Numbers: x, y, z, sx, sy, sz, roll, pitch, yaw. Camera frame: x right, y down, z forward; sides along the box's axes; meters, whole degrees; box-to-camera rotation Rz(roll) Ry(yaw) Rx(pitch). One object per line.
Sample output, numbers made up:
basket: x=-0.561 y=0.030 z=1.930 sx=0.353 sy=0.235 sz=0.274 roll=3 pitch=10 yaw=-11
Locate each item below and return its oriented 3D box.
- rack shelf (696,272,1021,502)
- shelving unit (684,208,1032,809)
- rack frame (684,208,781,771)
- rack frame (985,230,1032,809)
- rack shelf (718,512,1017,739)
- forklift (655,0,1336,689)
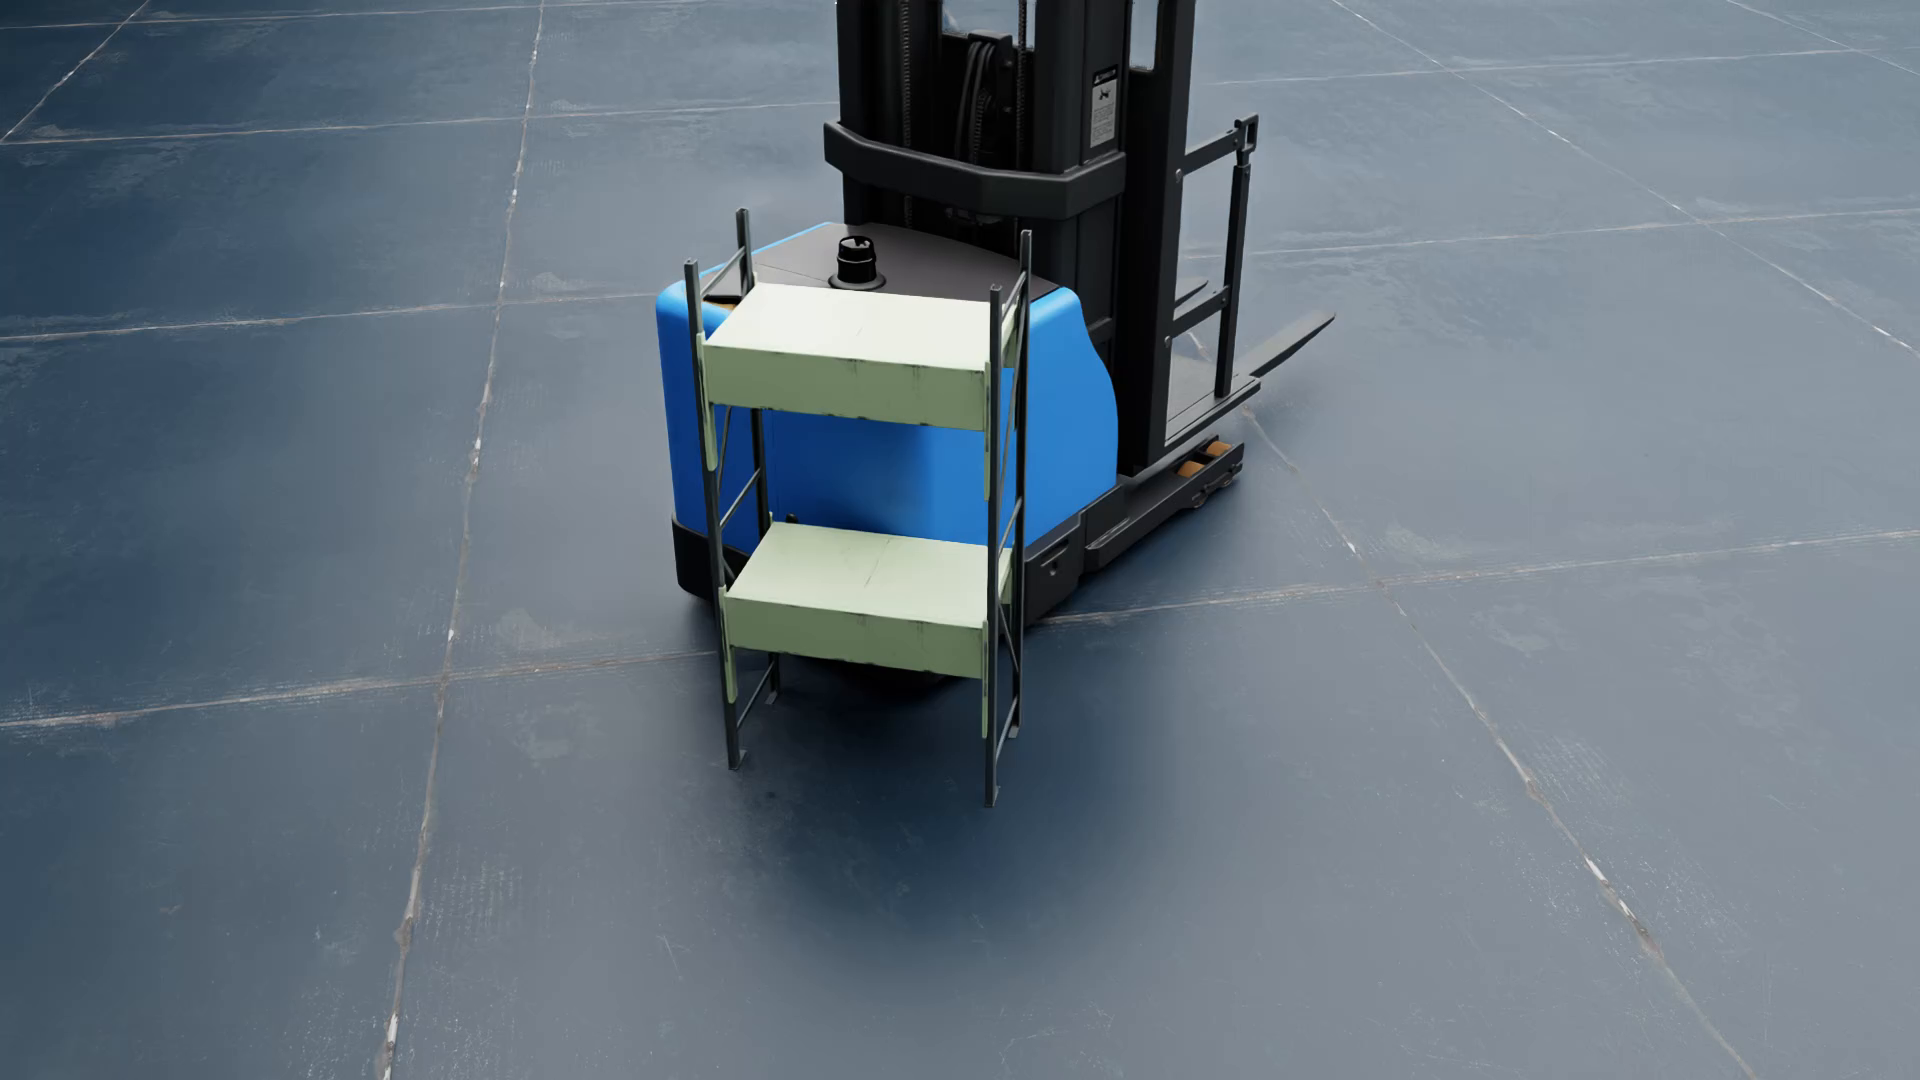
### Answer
rack shelf: x=-0.235 y=-0.394 z=4.168 sx=0.720 sy=0.370 sz=0.431 roll=7 pitch=31 yaw=11
shelving unit: x=-0.235 y=-0.058 z=4.367 sx=0.755 sy=1.500 sz=0.431 roll=7 pitch=31 yaw=11
rack frame: x=-0.592 y=-0.099 z=4.437 sx=0.023 sy=1.500 sz=0.400 roll=7 pitch=31 yaw=11
rack frame: x=0.122 y=-0.017 z=4.297 sx=0.023 sy=1.500 sz=0.400 roll=7 pitch=31 yaw=11
rack shelf: x=-0.234 y=0.223 z=4.533 sx=0.720 sy=0.370 sz=0.431 roll=7 pitch=31 yaw=11
forklift: x=0.380 y=-1.515 z=5.434 sx=1.130 sy=2.935 sz=3.031 roll=21 pitch=37 yaw=32
